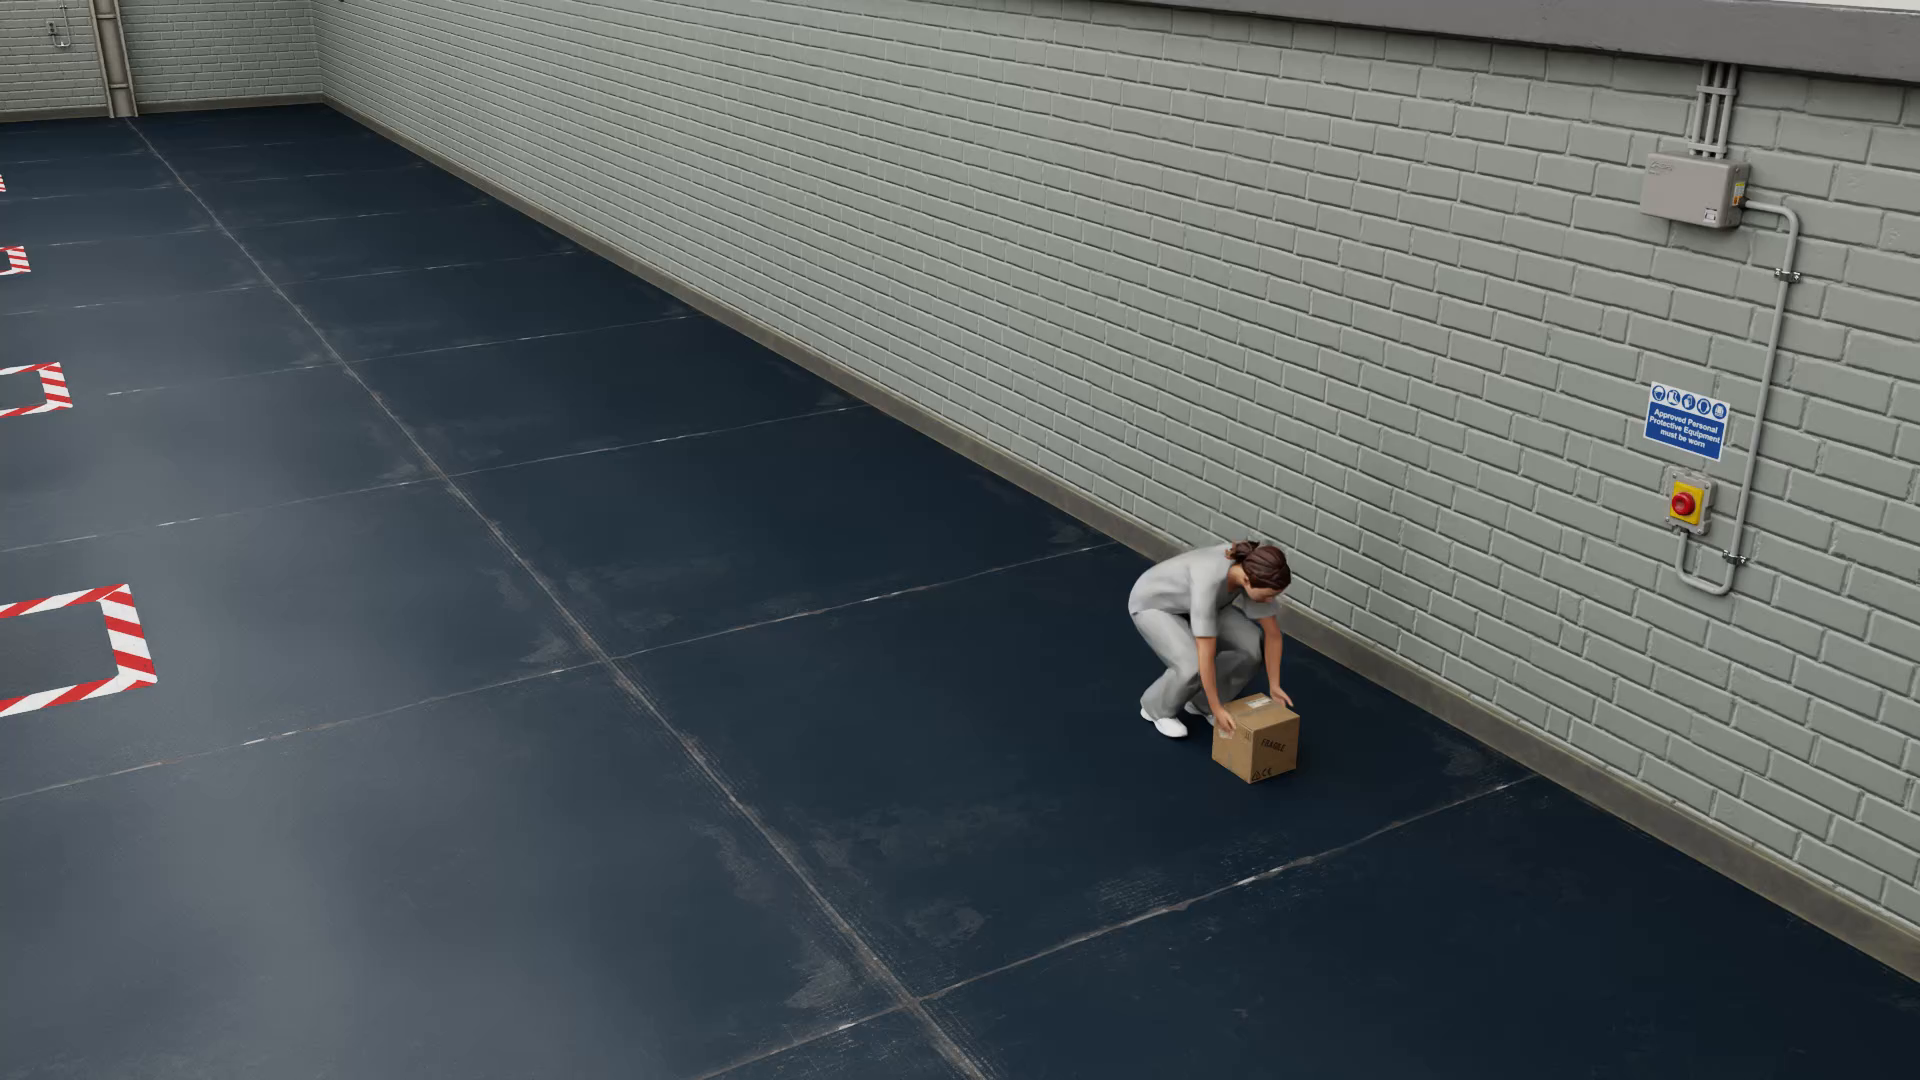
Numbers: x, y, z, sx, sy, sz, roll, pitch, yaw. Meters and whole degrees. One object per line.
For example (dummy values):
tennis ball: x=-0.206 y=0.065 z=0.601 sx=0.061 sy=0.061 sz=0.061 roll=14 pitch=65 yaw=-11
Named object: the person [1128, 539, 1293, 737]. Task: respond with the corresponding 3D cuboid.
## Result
person: x=1.071 y=0.385 z=7.106 sx=0.486 sy=0.951 sz=0.790 roll=-13 pitch=25 yaw=-28
